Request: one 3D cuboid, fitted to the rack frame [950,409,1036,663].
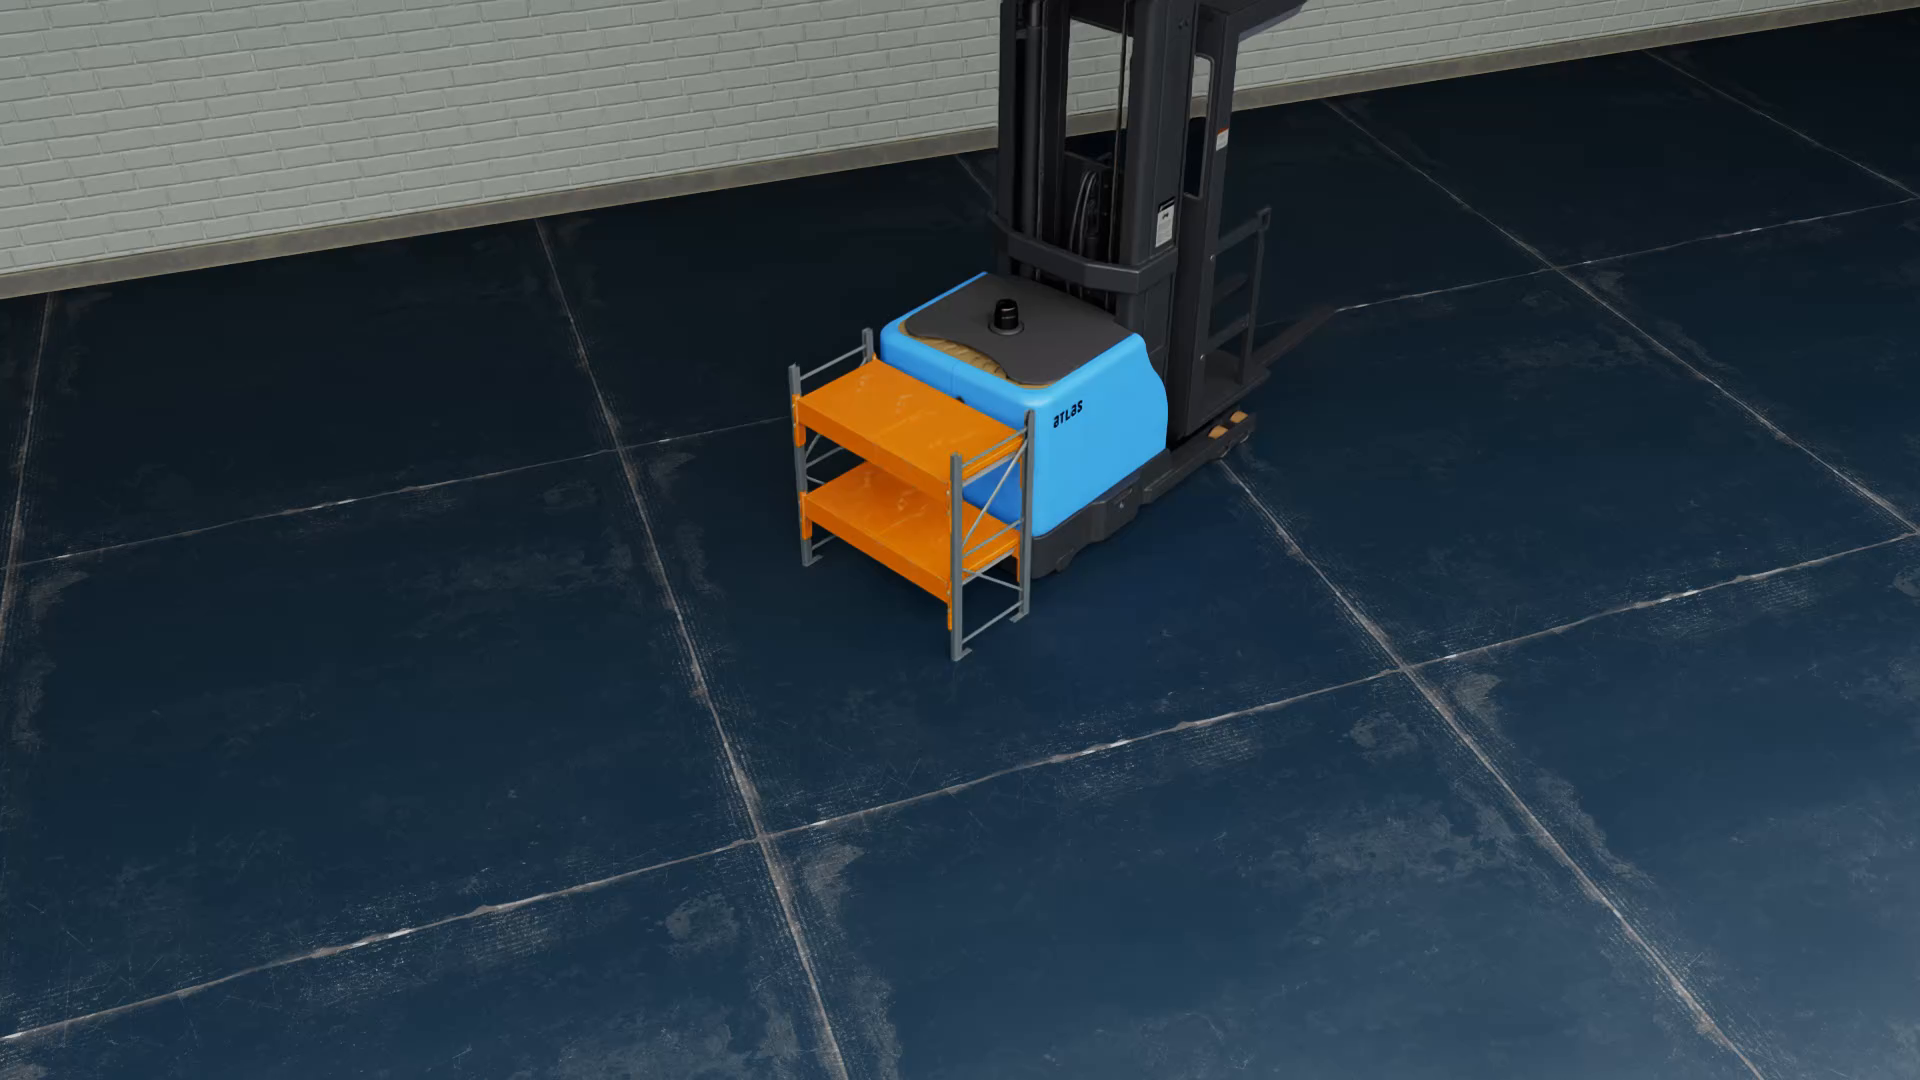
[{"bbox_3d":[0.142,-0.005,7.383,0.032,1.125,0.500,30,46,34],"label":"rack frame"}]

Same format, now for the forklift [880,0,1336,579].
[{"bbox_3d":[0.952,-1.793,8.255,1.130,2.935,3.031,28,45,32],"label":"forklift"}]

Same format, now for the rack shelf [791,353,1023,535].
[{"bbox_3d":[-0.224,-0.451,7.488,1.000,0.278,0.538,30,46,34],"label":"rack shelf"}]

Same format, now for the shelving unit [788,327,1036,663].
[{"bbox_3d":[-0.224,-0.218,7.664,1.048,1.125,0.538,30,46,34],"label":"shelving unit"}]

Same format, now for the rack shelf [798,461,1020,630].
[{"bbox_3d":[-0.224,-0.022,7.811,1.000,0.278,0.538,30,46,34],"label":"rack shelf"}]

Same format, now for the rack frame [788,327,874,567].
[{"bbox_3d":[-0.590,-0.430,7.946,0.032,1.125,0.500,30,46,34],"label":"rack frame"}]
